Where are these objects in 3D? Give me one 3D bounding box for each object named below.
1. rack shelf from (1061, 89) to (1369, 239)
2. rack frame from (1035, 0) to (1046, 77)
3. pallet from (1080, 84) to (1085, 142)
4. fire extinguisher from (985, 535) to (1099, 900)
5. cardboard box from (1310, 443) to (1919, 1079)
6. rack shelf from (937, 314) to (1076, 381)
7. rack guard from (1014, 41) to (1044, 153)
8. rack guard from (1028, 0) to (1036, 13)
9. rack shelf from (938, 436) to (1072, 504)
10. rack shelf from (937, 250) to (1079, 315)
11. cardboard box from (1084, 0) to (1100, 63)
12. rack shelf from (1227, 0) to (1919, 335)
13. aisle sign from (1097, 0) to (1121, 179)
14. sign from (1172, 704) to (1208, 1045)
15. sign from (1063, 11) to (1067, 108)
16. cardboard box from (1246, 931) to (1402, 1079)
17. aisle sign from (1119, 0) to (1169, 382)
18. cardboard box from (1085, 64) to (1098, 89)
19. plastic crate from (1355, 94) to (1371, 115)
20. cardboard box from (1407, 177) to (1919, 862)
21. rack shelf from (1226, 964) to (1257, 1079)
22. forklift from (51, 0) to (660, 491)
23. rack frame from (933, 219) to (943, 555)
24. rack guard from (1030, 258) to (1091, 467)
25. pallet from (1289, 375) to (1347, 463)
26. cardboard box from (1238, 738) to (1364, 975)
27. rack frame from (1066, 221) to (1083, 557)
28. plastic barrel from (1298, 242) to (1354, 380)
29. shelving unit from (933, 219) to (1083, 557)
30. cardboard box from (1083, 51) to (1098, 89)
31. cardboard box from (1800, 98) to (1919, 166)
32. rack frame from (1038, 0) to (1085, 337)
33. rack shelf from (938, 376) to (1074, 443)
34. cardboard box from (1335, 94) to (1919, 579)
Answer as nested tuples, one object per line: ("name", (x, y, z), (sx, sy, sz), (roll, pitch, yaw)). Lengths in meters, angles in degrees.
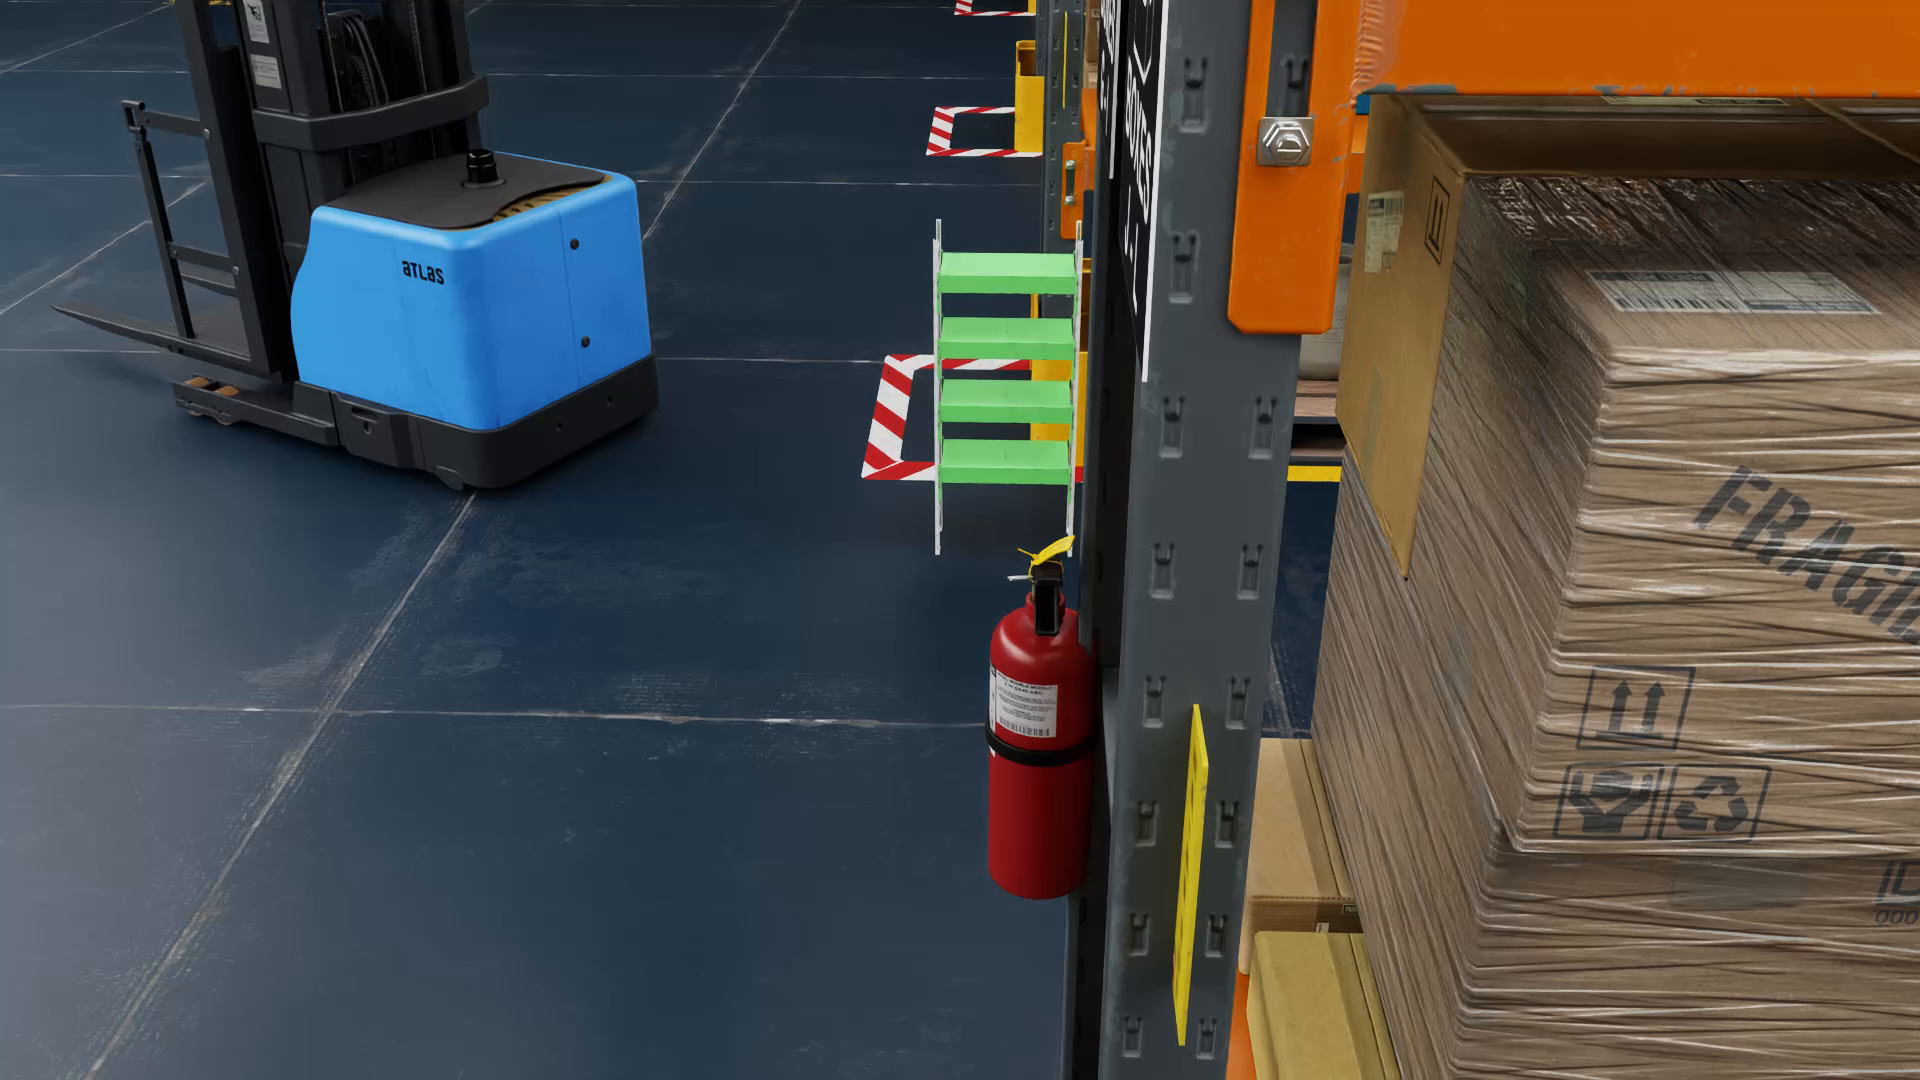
("rack shelf", (2.403, -1.527, 6.697), (4.000, 0.370, 1.077), (1, 28, 2))
("rack frame", (0.583, -4.197, 10.964), (0.127, 3.000, 1.000), (1, 28, 2))
("pallet", (1.349, -2.972, 11.630), (1.213, 0.211, 1.003), (1, 28, 2))
("fire extinguisher", (0.132, 0.257, 2.646), (0.183, 0.674, 0.296), (1, 28, 2))
("cardboard box", (0.779, 0.287, 2.083), (0.500, 0.500, 0.875), (1, 28, 2))
("rack shelf", (0.165, -0.683, 5.881), (0.480, 0.148, 0.258), (1, 28, 2))
("rack guard", (0.559, -3.093, 11.550), (0.348, 0.500, 1.175), (1, 28, 2))
("rack guard", (0.830, -5.410, 15.921), (0.348, 0.500, 1.175), (1, 28, 2))
("rack shelf", (0.165, -0.259, 6.106), (0.480, 0.148, 0.258), (1, 28, 2))
("rack shelf", (0.165, -0.895, 5.769), (0.480, 0.148, 0.258), (1, 28, 2))
("cardboard box", (1.130, -3.629, 11.580), (0.500, 0.500, 0.500), (1, 28, 2))
("rack shelf", (2.229, -0.534, 1.621), (4.000, 0.370, 1.077), (1, 28, 2))
("aisle sign", (0.179, -0.850, 1.875), (0.004, 0.787, 0.394), (1, 28, 2))
("sign", (0.211, 0.312, 1.535), (0.005, 0.325, 0.100), (1, 28, 2))
("sign", (0.381, -1.743, 6.040), (0.005, 0.325, 0.100), (1, 28, 2))
("cardboard box", (0.506, 0.667, 2.056), (0.250, 0.149, 0.380), (1, 28, 2))
("aisle sign", (0.157, -0.569, 1.345), (0.004, 0.787, 0.394), (1, 28, 2))
("cardboard box", (1.111, -3.054, 11.296), (0.500, 0.250, 0.500), (1, 28, 2))
("plastic crate", (1.564, -1.931, 6.849), (0.408, 0.251, 0.499), (1, 28, 2))
("cardboard box", (0.770, -0.041, 1.632), (0.500, 0.500, 0.500), (1, 28, 2))
("rack shelf", (2.229, 0.791, 2.323), (4.000, 0.370, 1.077), (1, 28, 2))
("forklift", (-2.834, -1.986, 6.866), (3.031, 2.935, 1.130), (15, 32, 27))
("rack frame", (-0.078, -0.531, 5.971), (0.015, 1.200, 0.240), (1, 28, 2))
("rack guard", (0.482, -0.795, 7.215), (0.348, 0.500, 1.175), (1, 28, 2))
("pallet", (1.294, -0.651, 7.253), (1.213, 0.211, 1.003), (1, 28, 2))
("cardboard box", (0.522, 0.459, 2.449), (0.250, 0.149, 0.380), (1, 28, 2))
("rack frame", (0.409, -0.523, 5.956), (0.015, 1.200, 0.240), (1, 28, 2))
("plastic barrel", (1.566, -0.981, 7.106), (0.421, 0.512, 0.421), (0, 28, 0))
("shelving unit", (0.165, -0.527, 5.964), (0.503, 1.200, 0.258), (1, 28, 2))
("cardboard box", (1.130, -3.297, 11.754), (0.500, 0.250, 0.500), (1, 28, 2))
("cardboard box", (1.288, -0.278, 2.080), (0.500, 0.500, 0.500), (1, 28, 2))
("rack frame", (0.405, -1.878, 6.590), (0.127, 3.000, 1.000), (1, 28, 2))
("rack shelf", (0.165, -0.471, 5.994), (0.480, 0.148, 0.258), (1, 28, 2))
("cardboard box", (0.788, -0.284, 2.091), (0.500, 0.500, 0.500), (1, 28, 2))
